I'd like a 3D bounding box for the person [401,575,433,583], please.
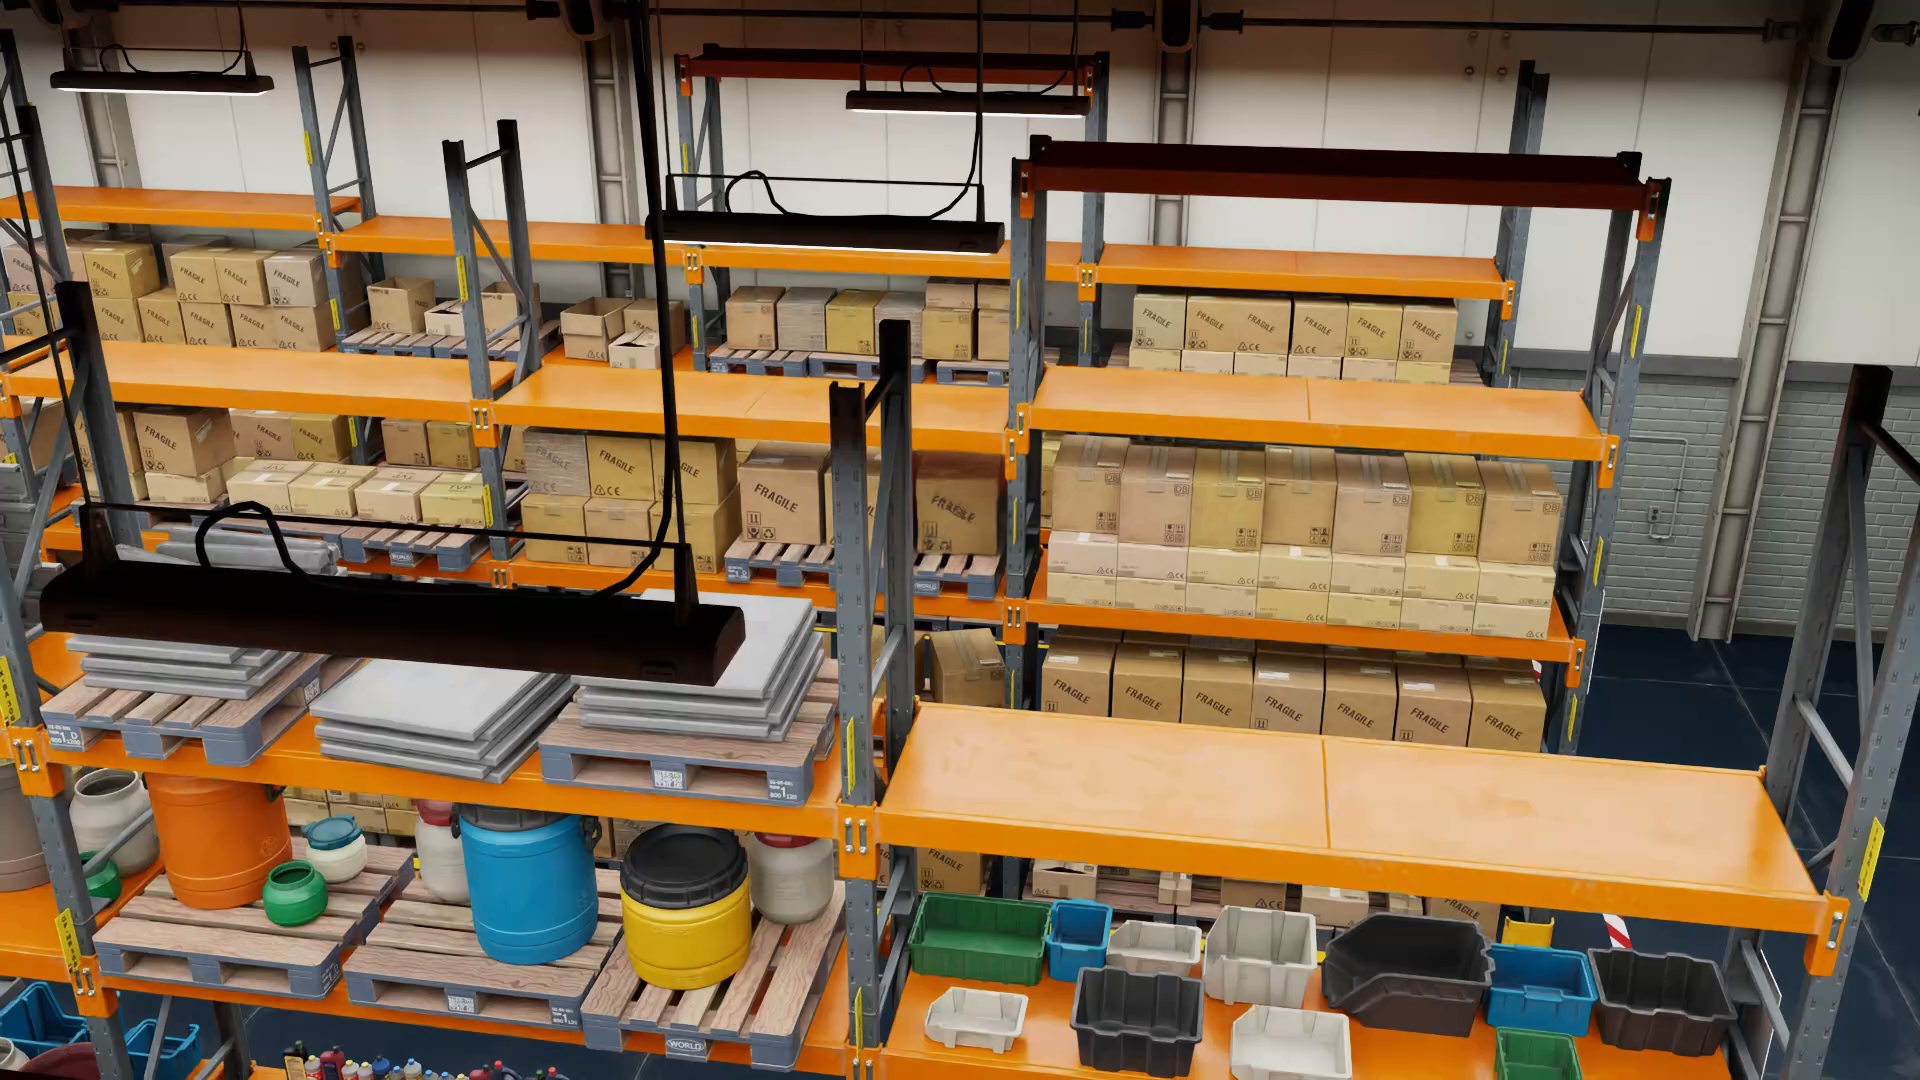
[{"bbox_3d":[-5.613,0.551,16.800,0.694,1.807,0.571,-6,24,-13],"label":"person"}]
